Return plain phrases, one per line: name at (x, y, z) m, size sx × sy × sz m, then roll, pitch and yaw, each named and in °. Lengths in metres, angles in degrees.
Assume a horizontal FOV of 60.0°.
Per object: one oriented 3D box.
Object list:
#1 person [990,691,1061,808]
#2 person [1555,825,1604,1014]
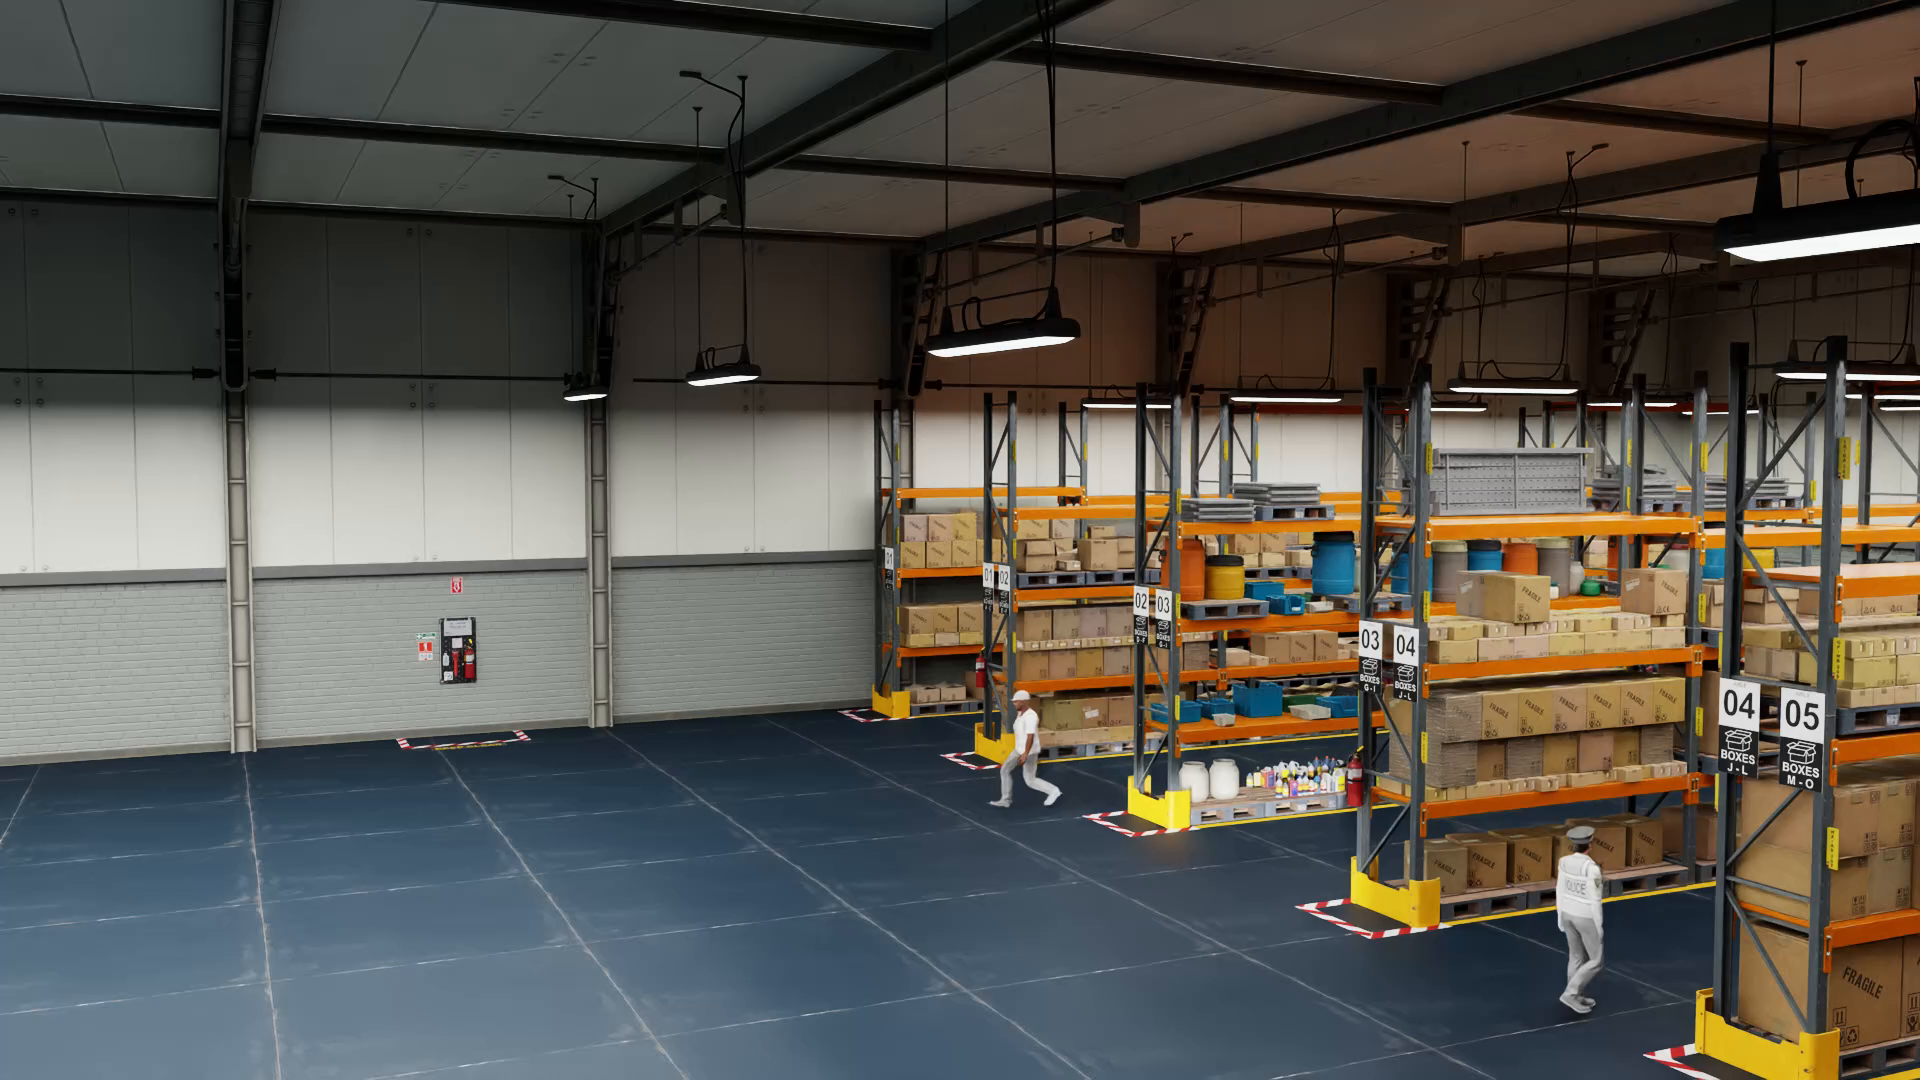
person at (0.914, 2.966, 23.607) m, size 1.039 × 1.656 × 0.565 m, roll -1°, pitch 4°, yaw -20°
person at (5.621, 3.452, 15.120) m, size 0.516 × 1.674 × 0.494 m, roll -2°, pitch 4°, yaw -26°
